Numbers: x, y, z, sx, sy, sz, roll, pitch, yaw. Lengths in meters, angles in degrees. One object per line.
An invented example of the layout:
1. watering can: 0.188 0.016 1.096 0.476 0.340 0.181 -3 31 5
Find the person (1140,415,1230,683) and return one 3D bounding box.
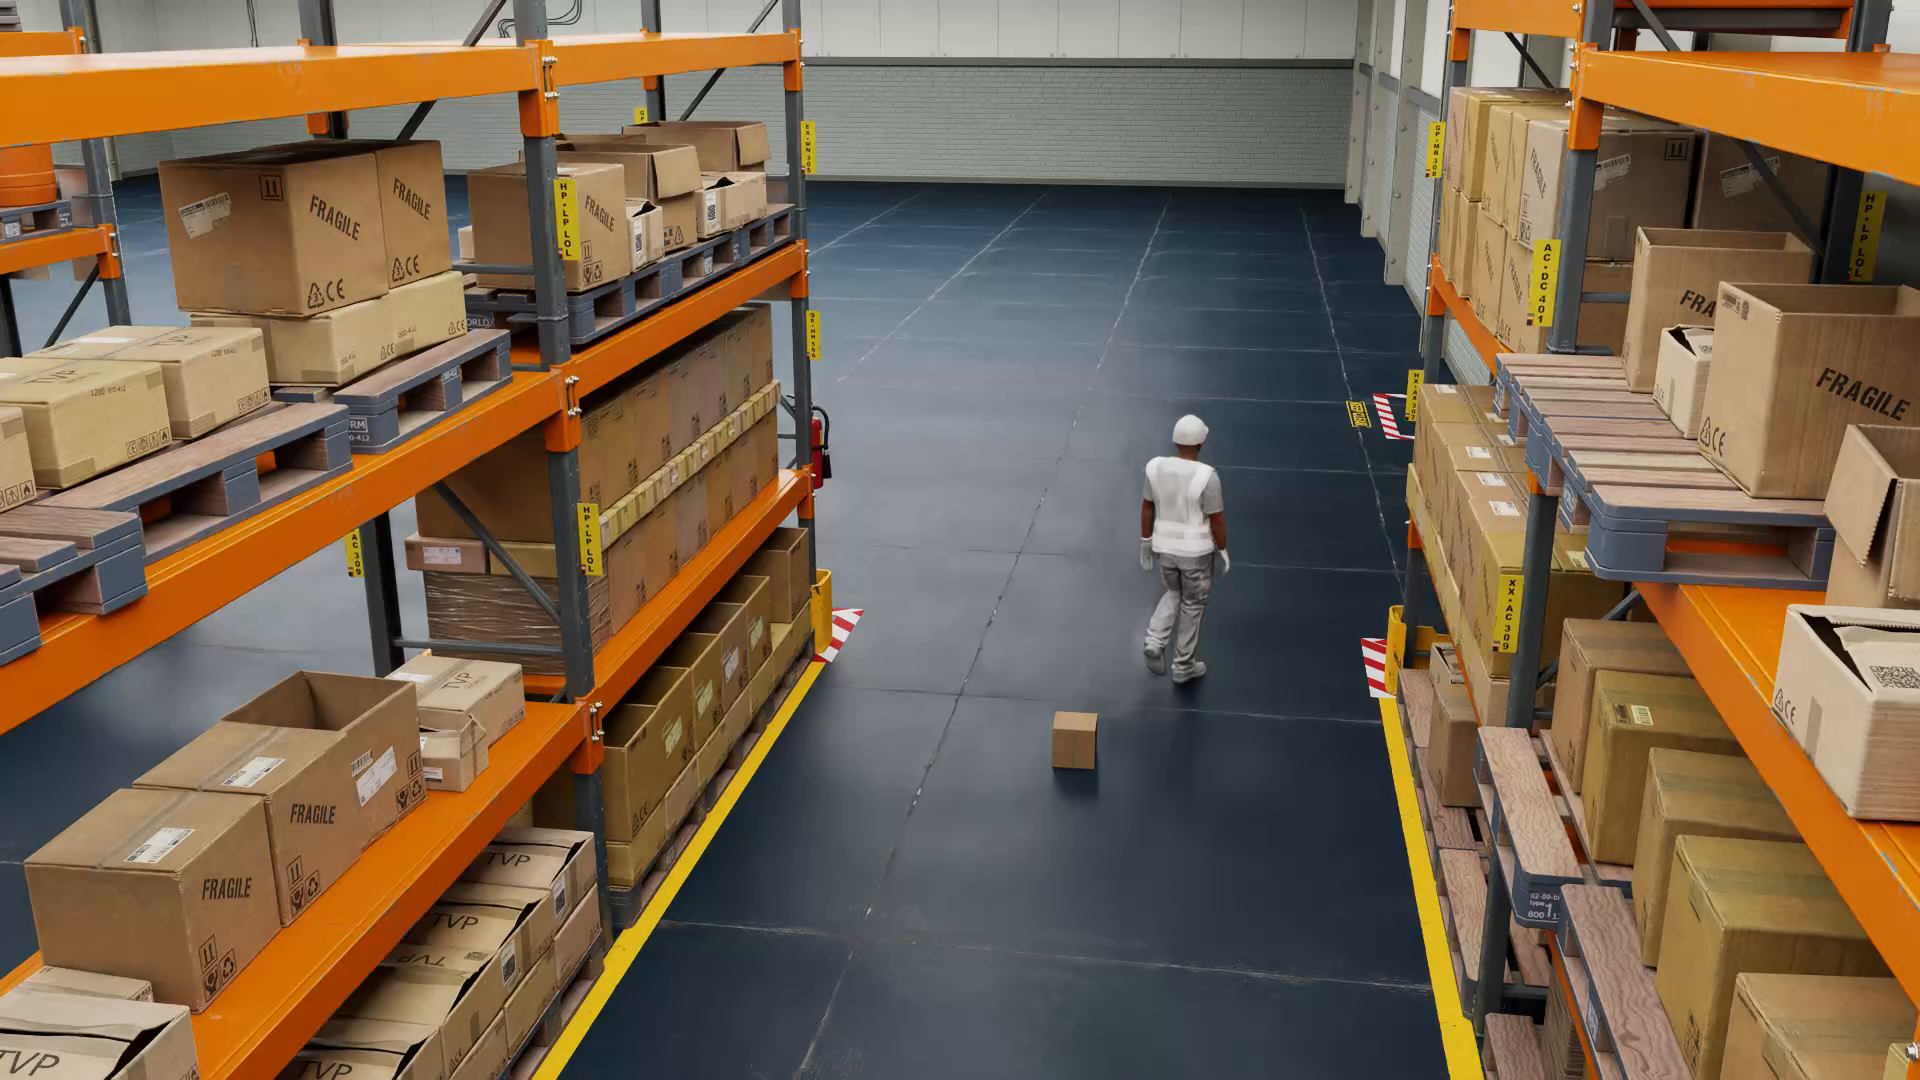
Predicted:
1. person: 1.449 0.058 10.772 0.567 1.789 0.477 15 23 38
